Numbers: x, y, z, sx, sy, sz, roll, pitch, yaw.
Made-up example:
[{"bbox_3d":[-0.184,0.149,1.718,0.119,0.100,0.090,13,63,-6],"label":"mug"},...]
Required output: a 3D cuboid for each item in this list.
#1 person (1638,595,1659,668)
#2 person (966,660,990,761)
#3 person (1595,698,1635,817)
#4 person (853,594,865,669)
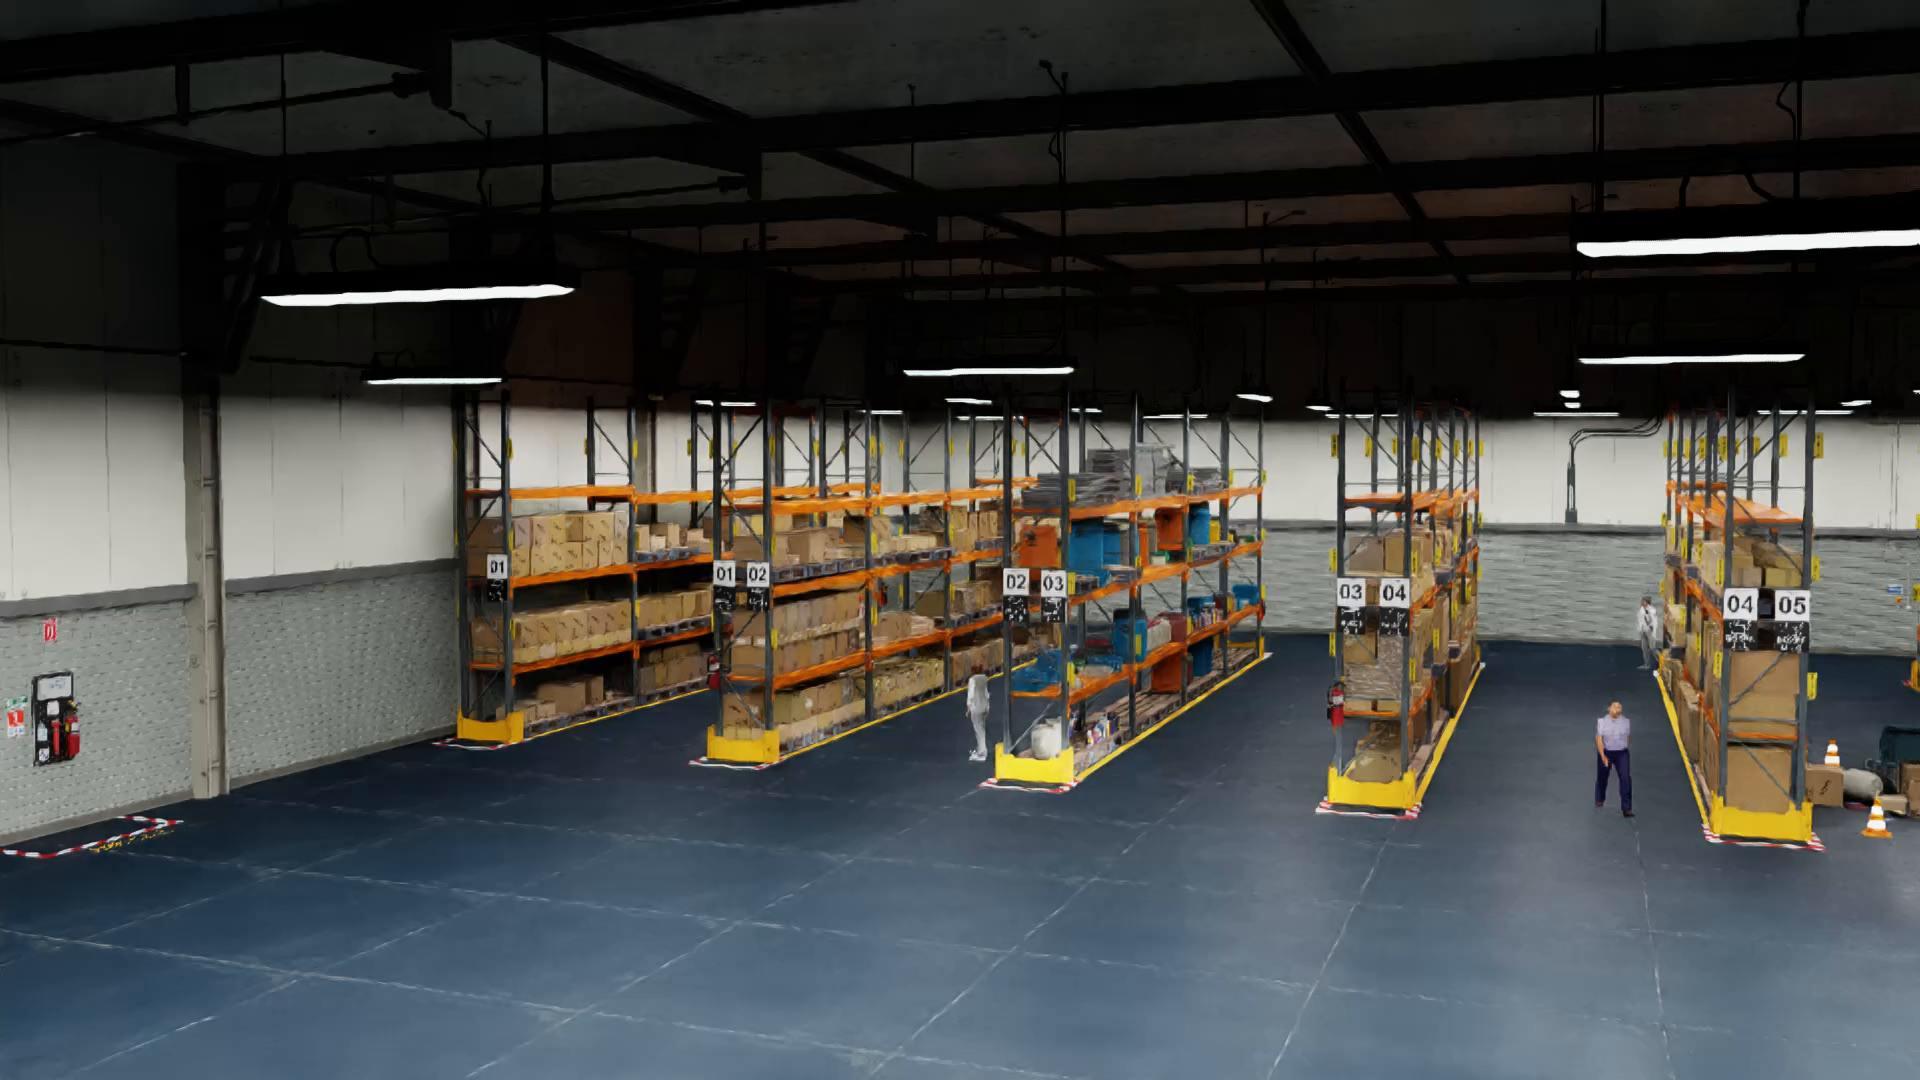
[{"bbox_3d":[15.671,2.084,37.739,0.506,1.663,0.561,-1,3,-21],"label":"person"},{"bbox_3d":[0.282,2.727,26.683,0.512,1.582,0.515,3,4,39],"label":"person"},{"bbox_3d":[8.926,2.945,22.743,0.477,1.581,0.999,1,3,12],"label":"person"},{"bbox_3d":[-2.303,2.063,37.614,0.553,1.706,1.123,1,3,23],"label":"person"}]
